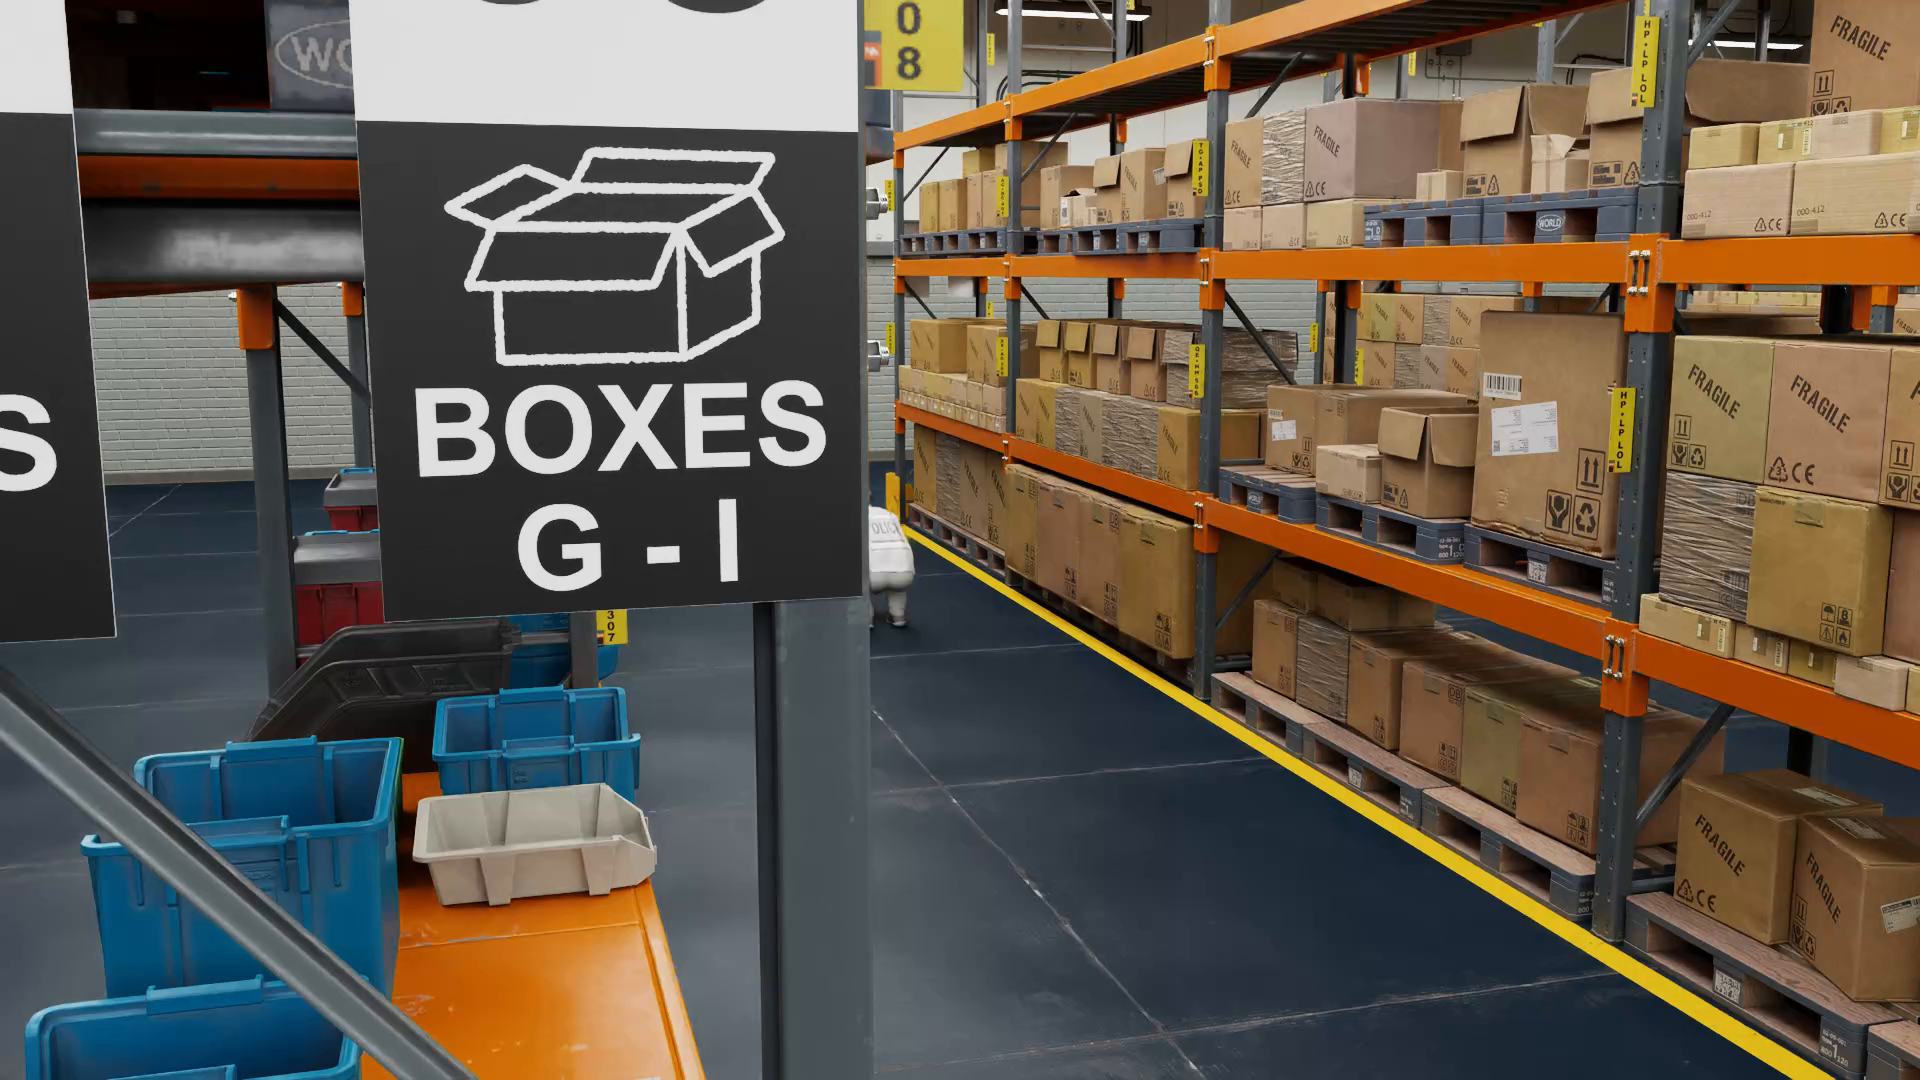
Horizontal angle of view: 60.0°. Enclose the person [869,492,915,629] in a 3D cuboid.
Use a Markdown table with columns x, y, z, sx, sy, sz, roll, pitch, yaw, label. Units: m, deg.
| x | y | z | sx | sy | sz | roll | pitch | yaw | label |
| --- | --- | --- | --- | --- | --- | --- | --- | --- | --- |
| -0.664 | 0.147 | 12.812 | 0.556 | 1.007 | 0.906 | -3 | 10 | -16 | person |
